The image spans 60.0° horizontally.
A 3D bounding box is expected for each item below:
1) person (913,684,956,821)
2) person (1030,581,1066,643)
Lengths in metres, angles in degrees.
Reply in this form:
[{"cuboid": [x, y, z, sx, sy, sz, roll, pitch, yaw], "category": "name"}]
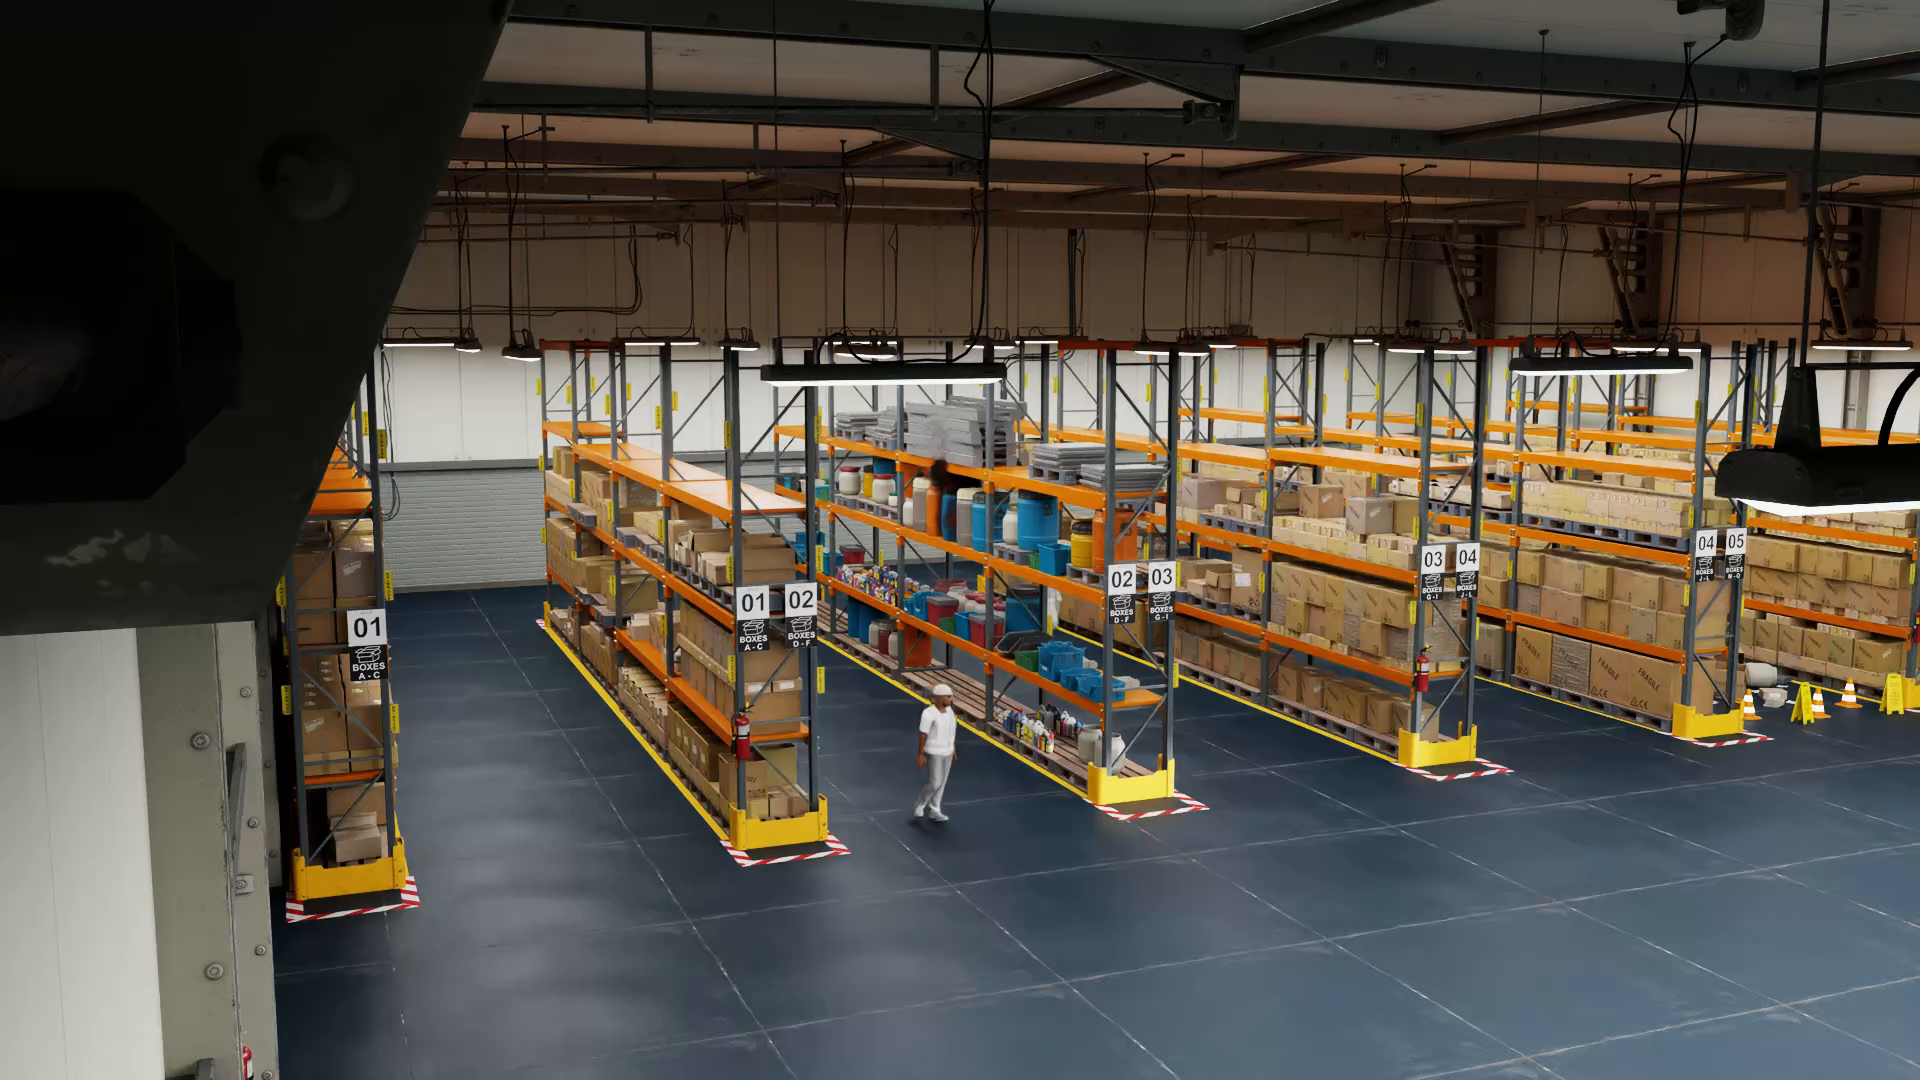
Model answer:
[{"cuboid": [-0.310, 2.704, 21.184, 0.437, 1.759, 0.646, 6, 9, 37], "category": "person"}, {"cuboid": [1.706, 1.191, 30.678, 0.642, 1.835, 0.696, -5, 9, -35], "category": "person"}]
